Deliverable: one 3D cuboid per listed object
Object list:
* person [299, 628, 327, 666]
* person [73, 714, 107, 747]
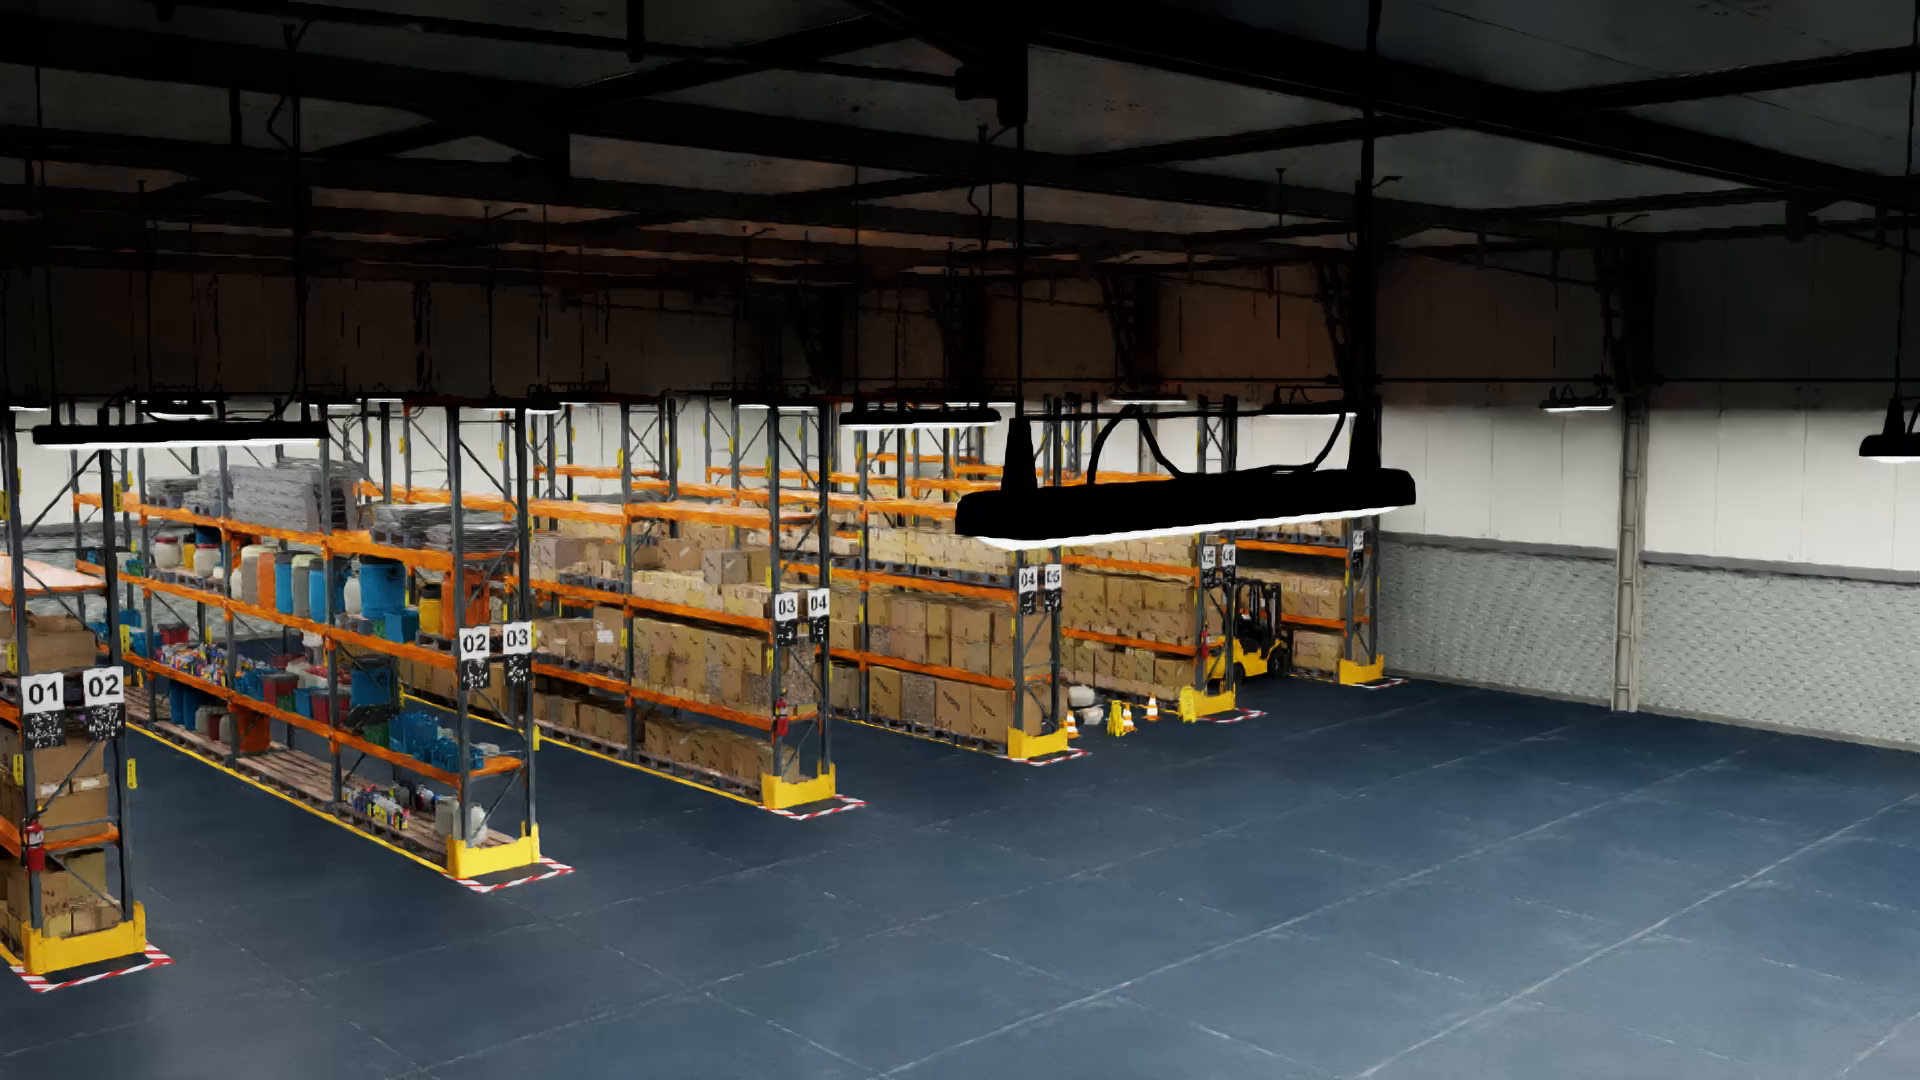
[{"bbox_3d":[-13.180,2.149,33.998,0.632,1.771,0.447,2,6,16],"label":"person"},{"bbox_3d":[-13.487,3.068,25.748,0.432,1.539,0.947,-5,8,-44],"label":"person"}]
